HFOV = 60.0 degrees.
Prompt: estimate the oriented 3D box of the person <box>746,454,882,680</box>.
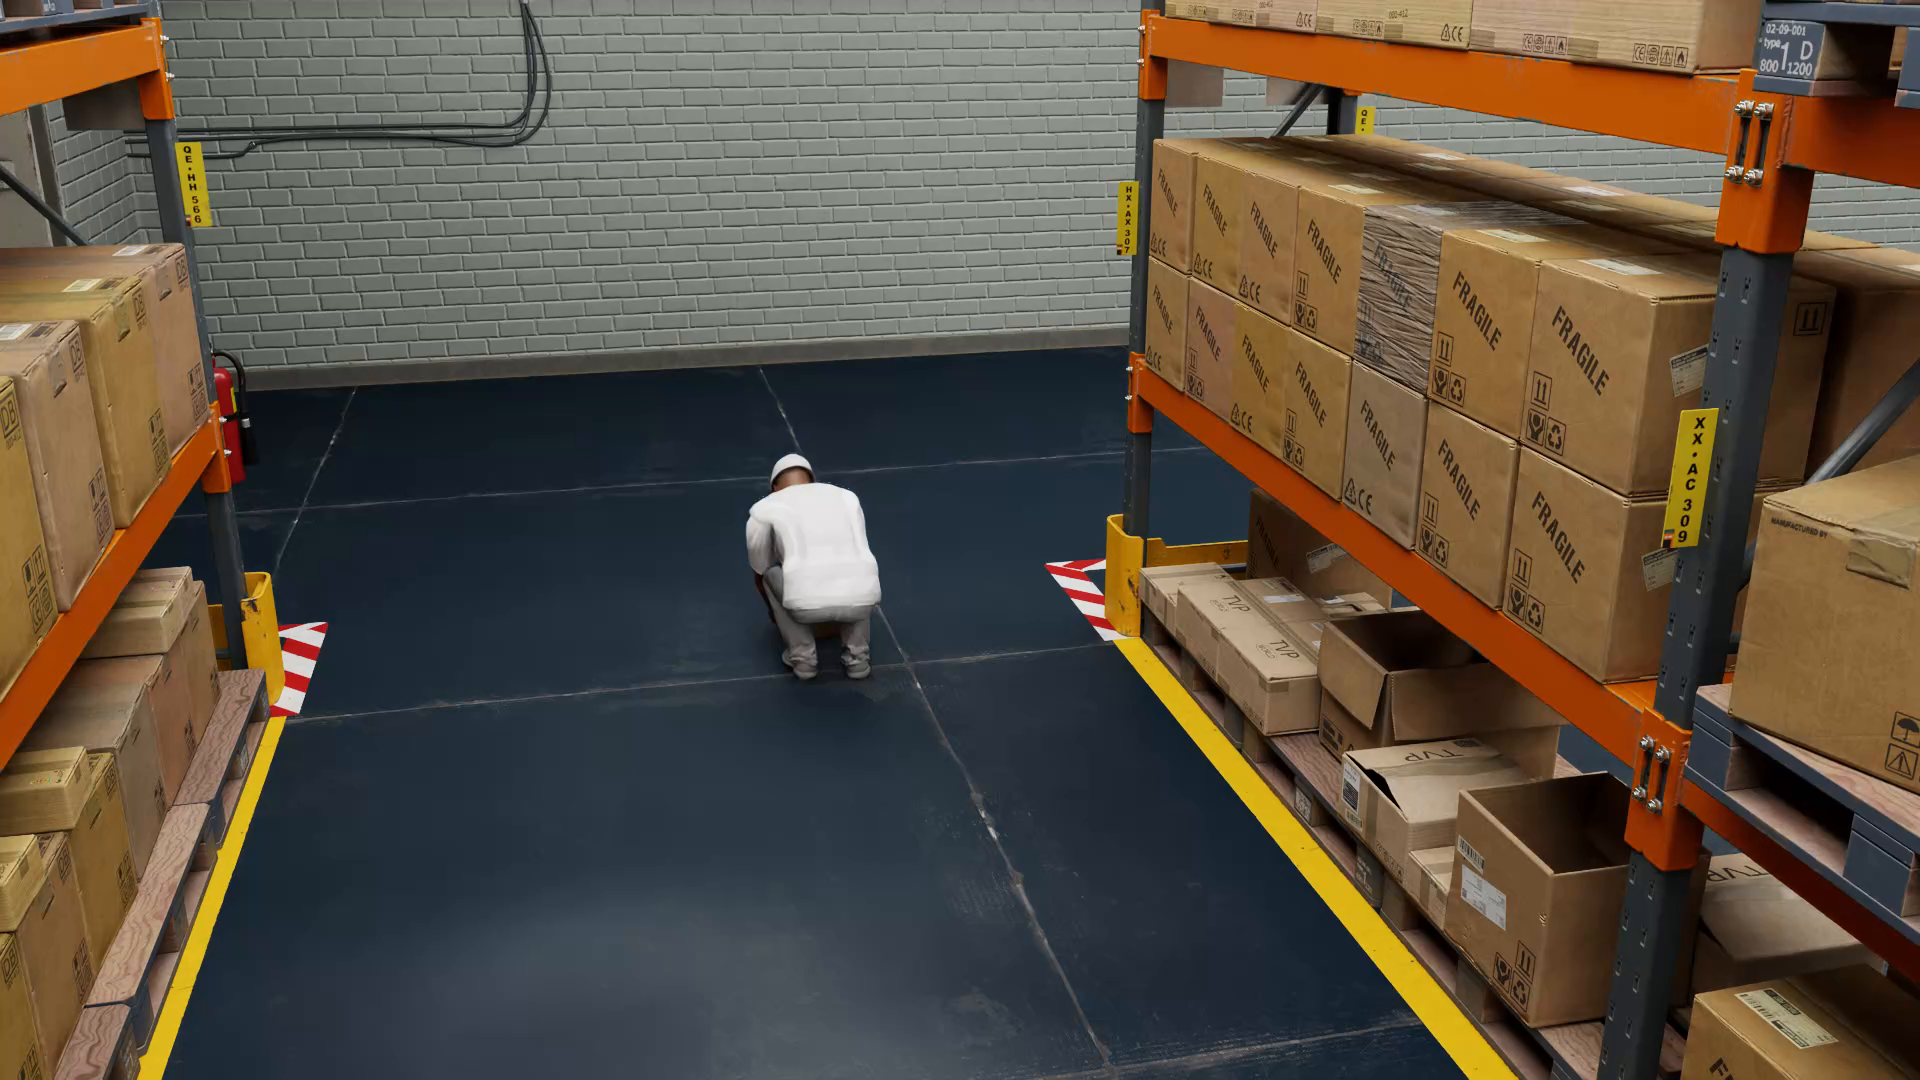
[{"bbox_3d":[-0.668,0.132,7.503,0.562,0.887,0.897,-4,20,-12],"label":"person"}]
